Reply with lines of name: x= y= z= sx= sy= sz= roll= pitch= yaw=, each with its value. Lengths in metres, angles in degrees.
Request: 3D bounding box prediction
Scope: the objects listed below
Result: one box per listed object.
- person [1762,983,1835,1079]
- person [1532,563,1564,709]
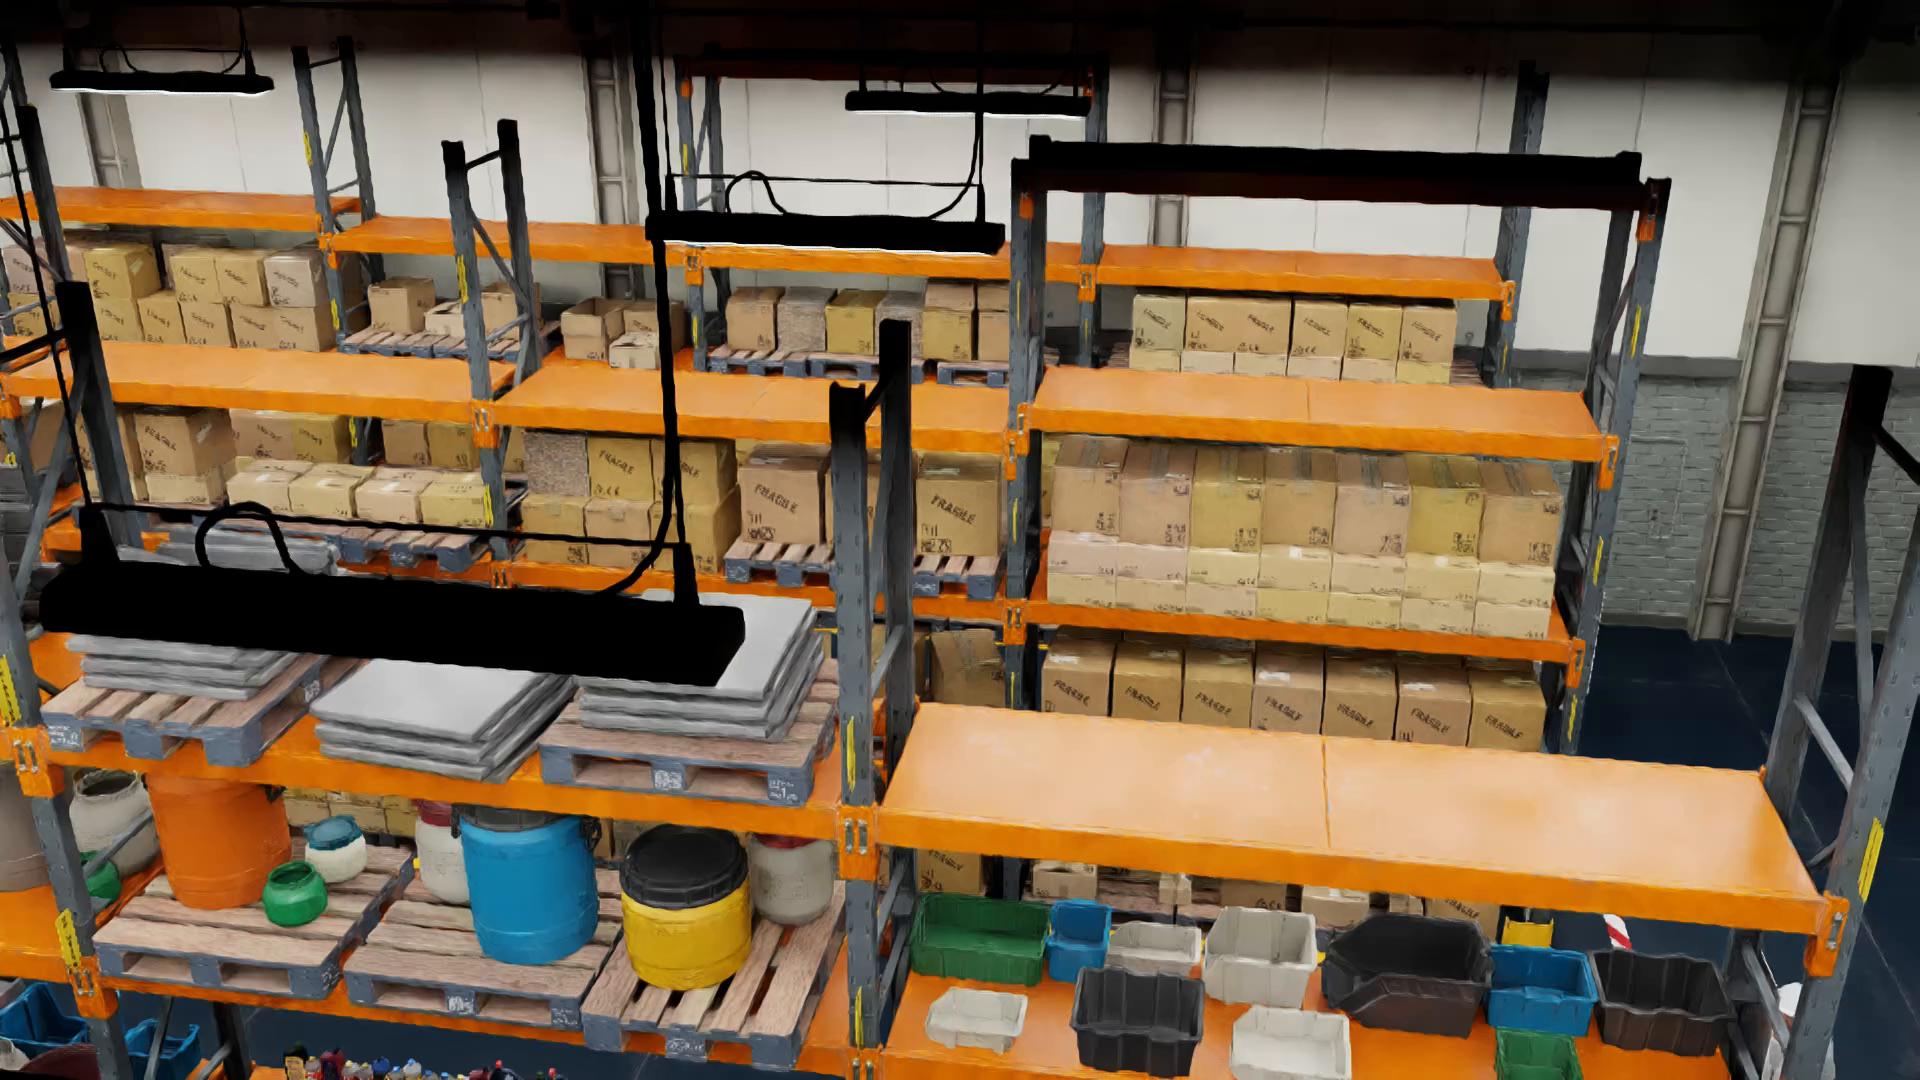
person: x=4.918 y=3.426 z=9.993 sx=0.718 sy=1.774 sz=0.540 roll=20 pitch=30 yaw=39
person: x=5.596 y=0.941 z=15.920 sx=0.872 sy=1.717 sz=0.726 roll=-4 pitch=23 yaw=-10
